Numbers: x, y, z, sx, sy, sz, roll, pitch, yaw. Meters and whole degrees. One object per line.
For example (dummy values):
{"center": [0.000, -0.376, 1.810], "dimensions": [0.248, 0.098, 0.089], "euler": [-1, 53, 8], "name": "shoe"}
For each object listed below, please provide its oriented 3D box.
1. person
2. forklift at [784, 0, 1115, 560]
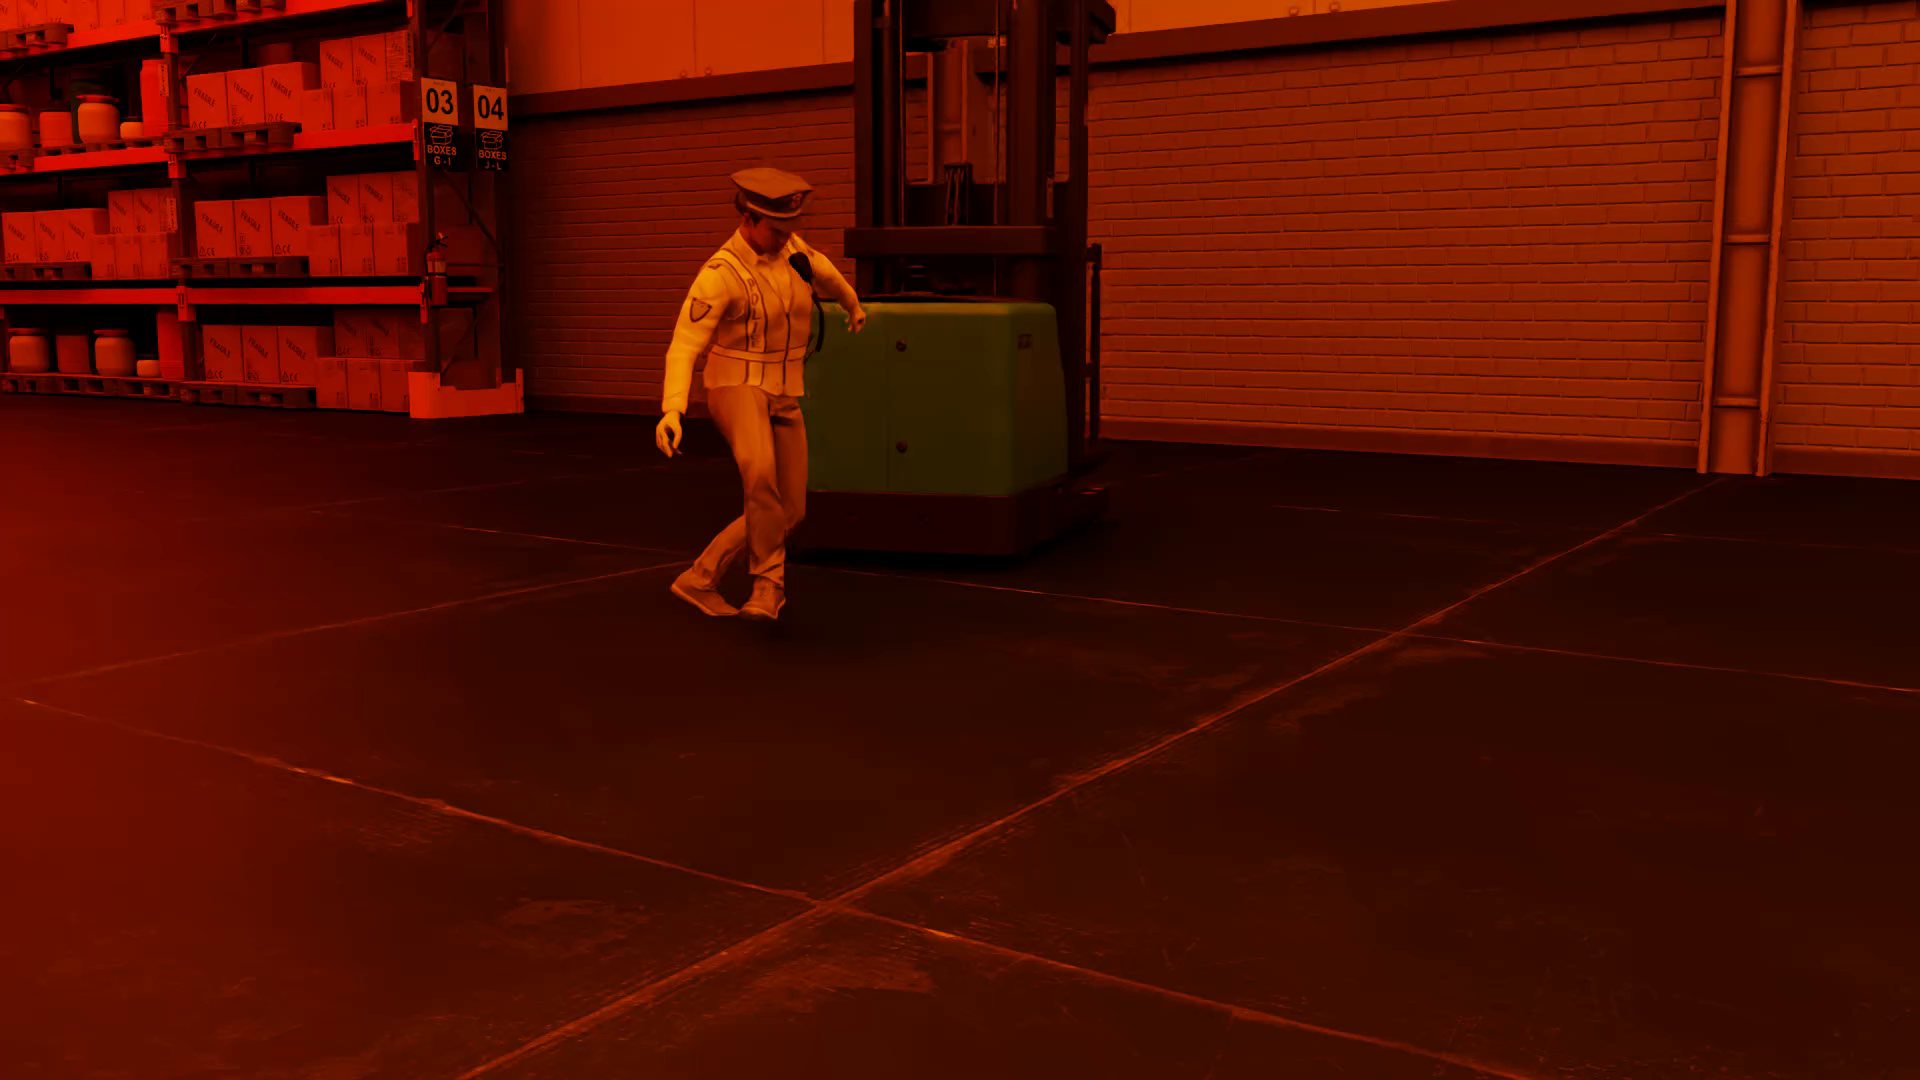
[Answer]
{"center": [-0.620, -0.472, 5.731], "dimensions": [0.620, 1.558, 1.108], "euler": [5, 10, 33], "name": "person"}
{"center": [0.121, -1.538, 8.008], "dimensions": [1.130, 2.935, 3.031], "euler": [2, 8, 16], "name": "forklift"}
